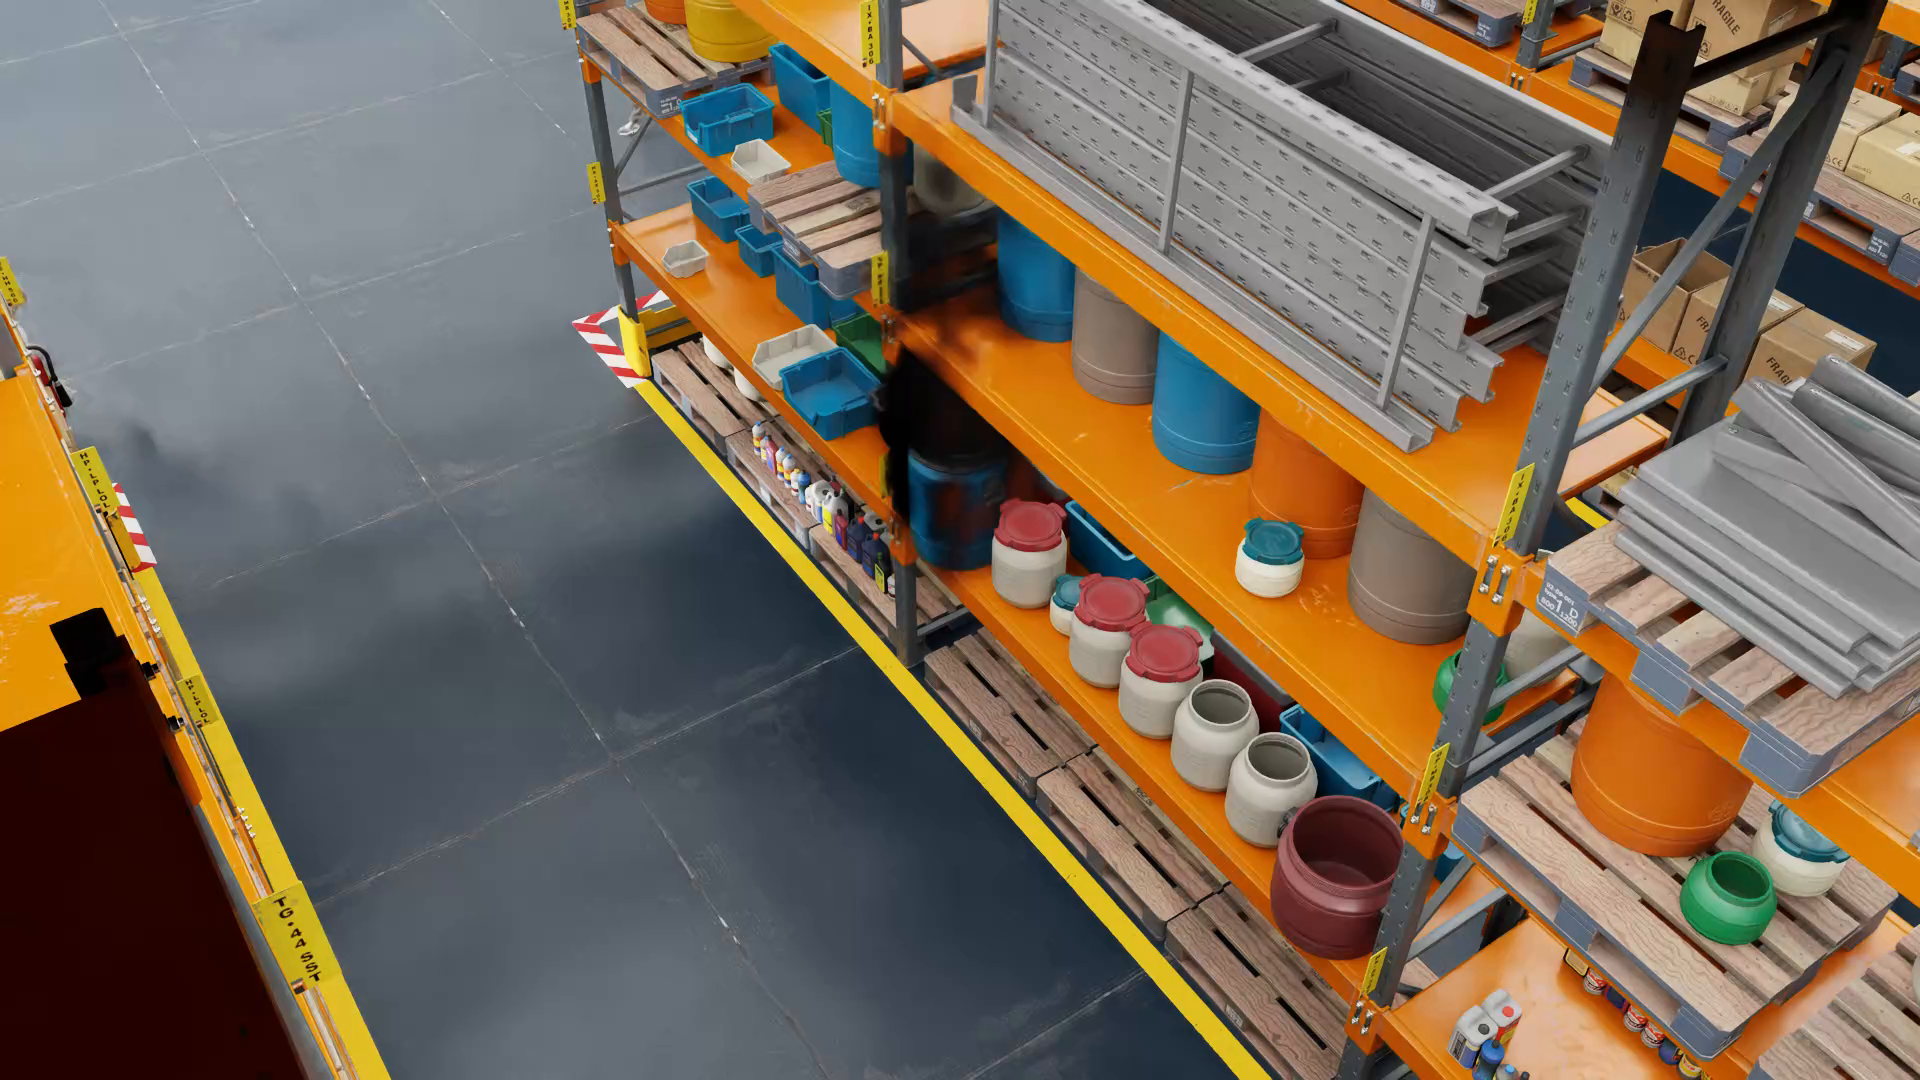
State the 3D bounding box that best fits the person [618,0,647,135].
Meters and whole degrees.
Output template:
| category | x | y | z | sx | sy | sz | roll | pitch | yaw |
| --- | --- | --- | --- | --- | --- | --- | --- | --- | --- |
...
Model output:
| category | x | y | z | sx | sy | sz | roll | pitch | yaw |
| --- | --- | --- | --- | --- | --- | --- | --- | --- | --- |
| person | -2.848 | -4.556 | 15.539 | 0.900 | 1.589 | 0.554 | -4 | 43 | -5 |
